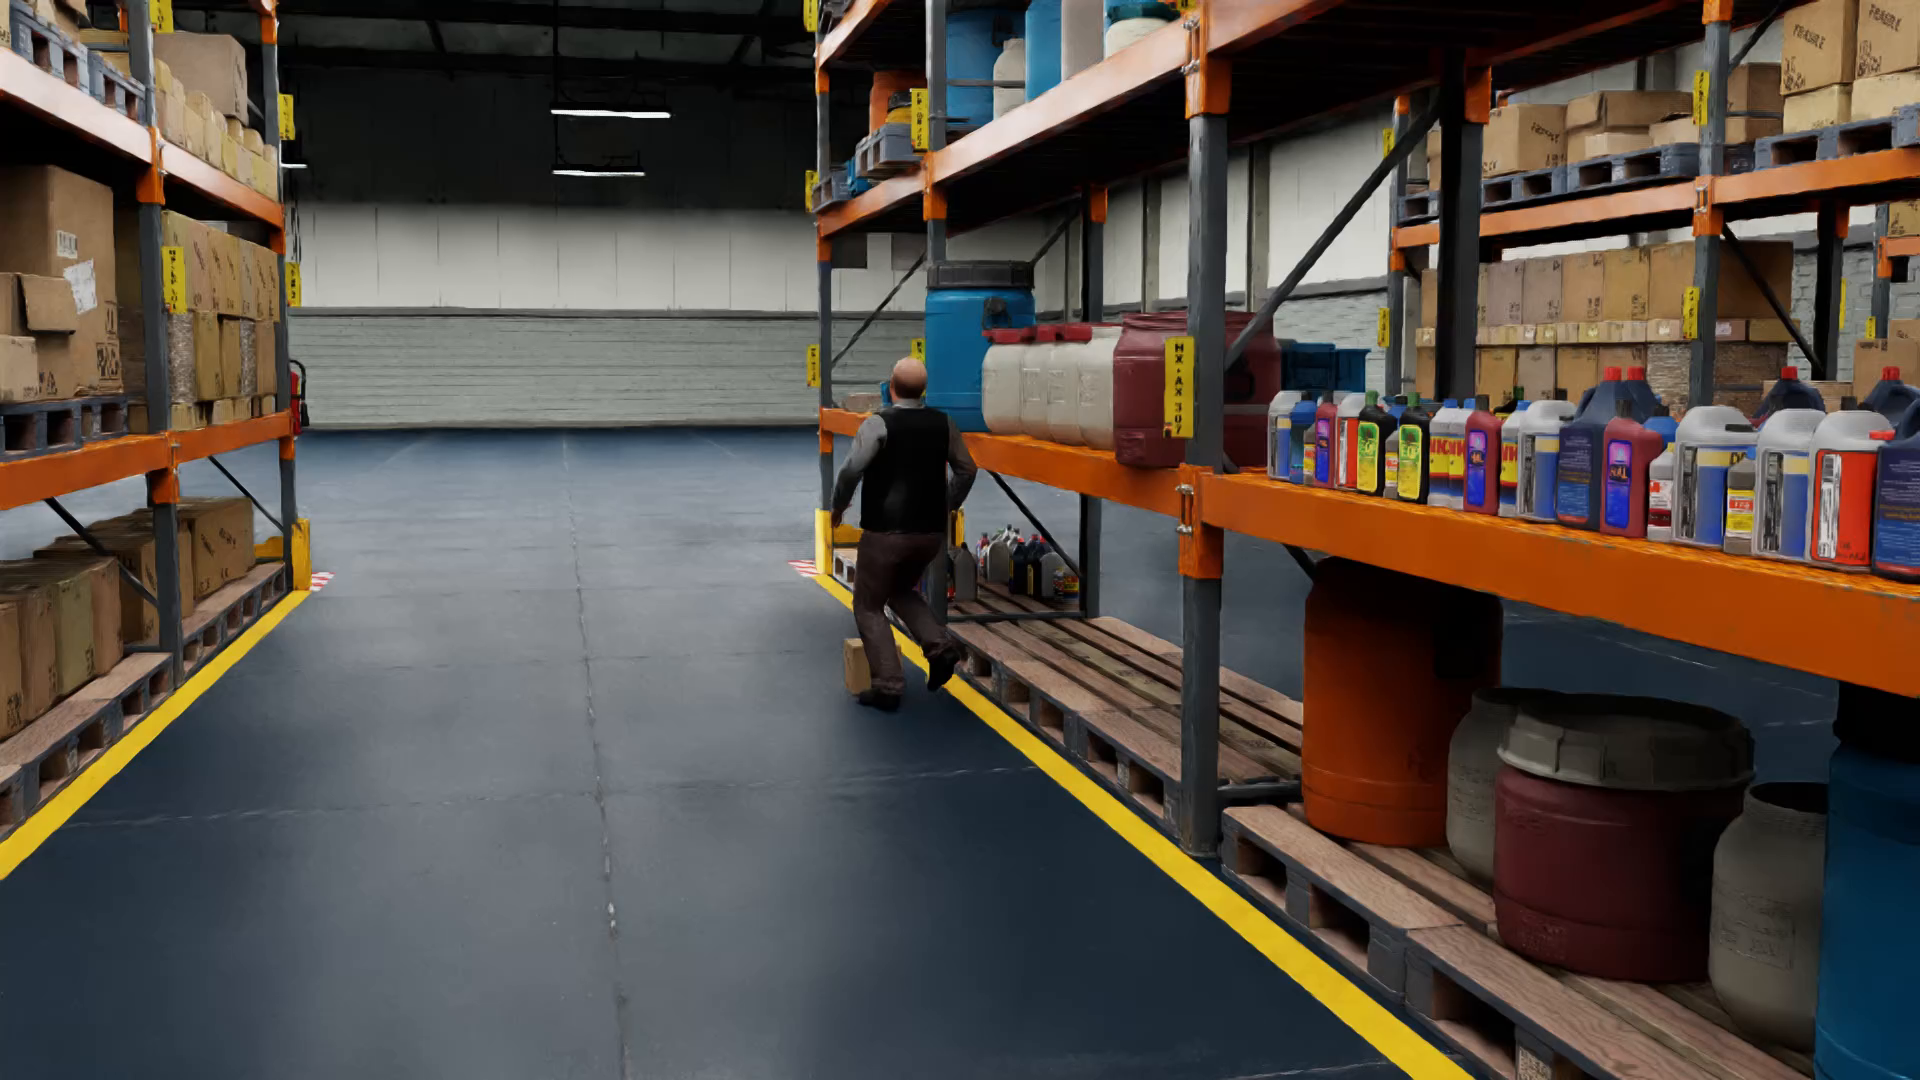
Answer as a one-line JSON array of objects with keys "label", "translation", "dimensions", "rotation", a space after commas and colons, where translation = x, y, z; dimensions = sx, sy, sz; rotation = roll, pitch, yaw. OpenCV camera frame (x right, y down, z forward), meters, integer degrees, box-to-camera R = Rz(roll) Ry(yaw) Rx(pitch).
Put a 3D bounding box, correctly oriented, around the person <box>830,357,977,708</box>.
[{"label": "person", "translation": [-0.323, -0.036, 8.065], "dimensions": [0.716, 1.694, 0.505], "rotation": [-5, 8, -38]}]
